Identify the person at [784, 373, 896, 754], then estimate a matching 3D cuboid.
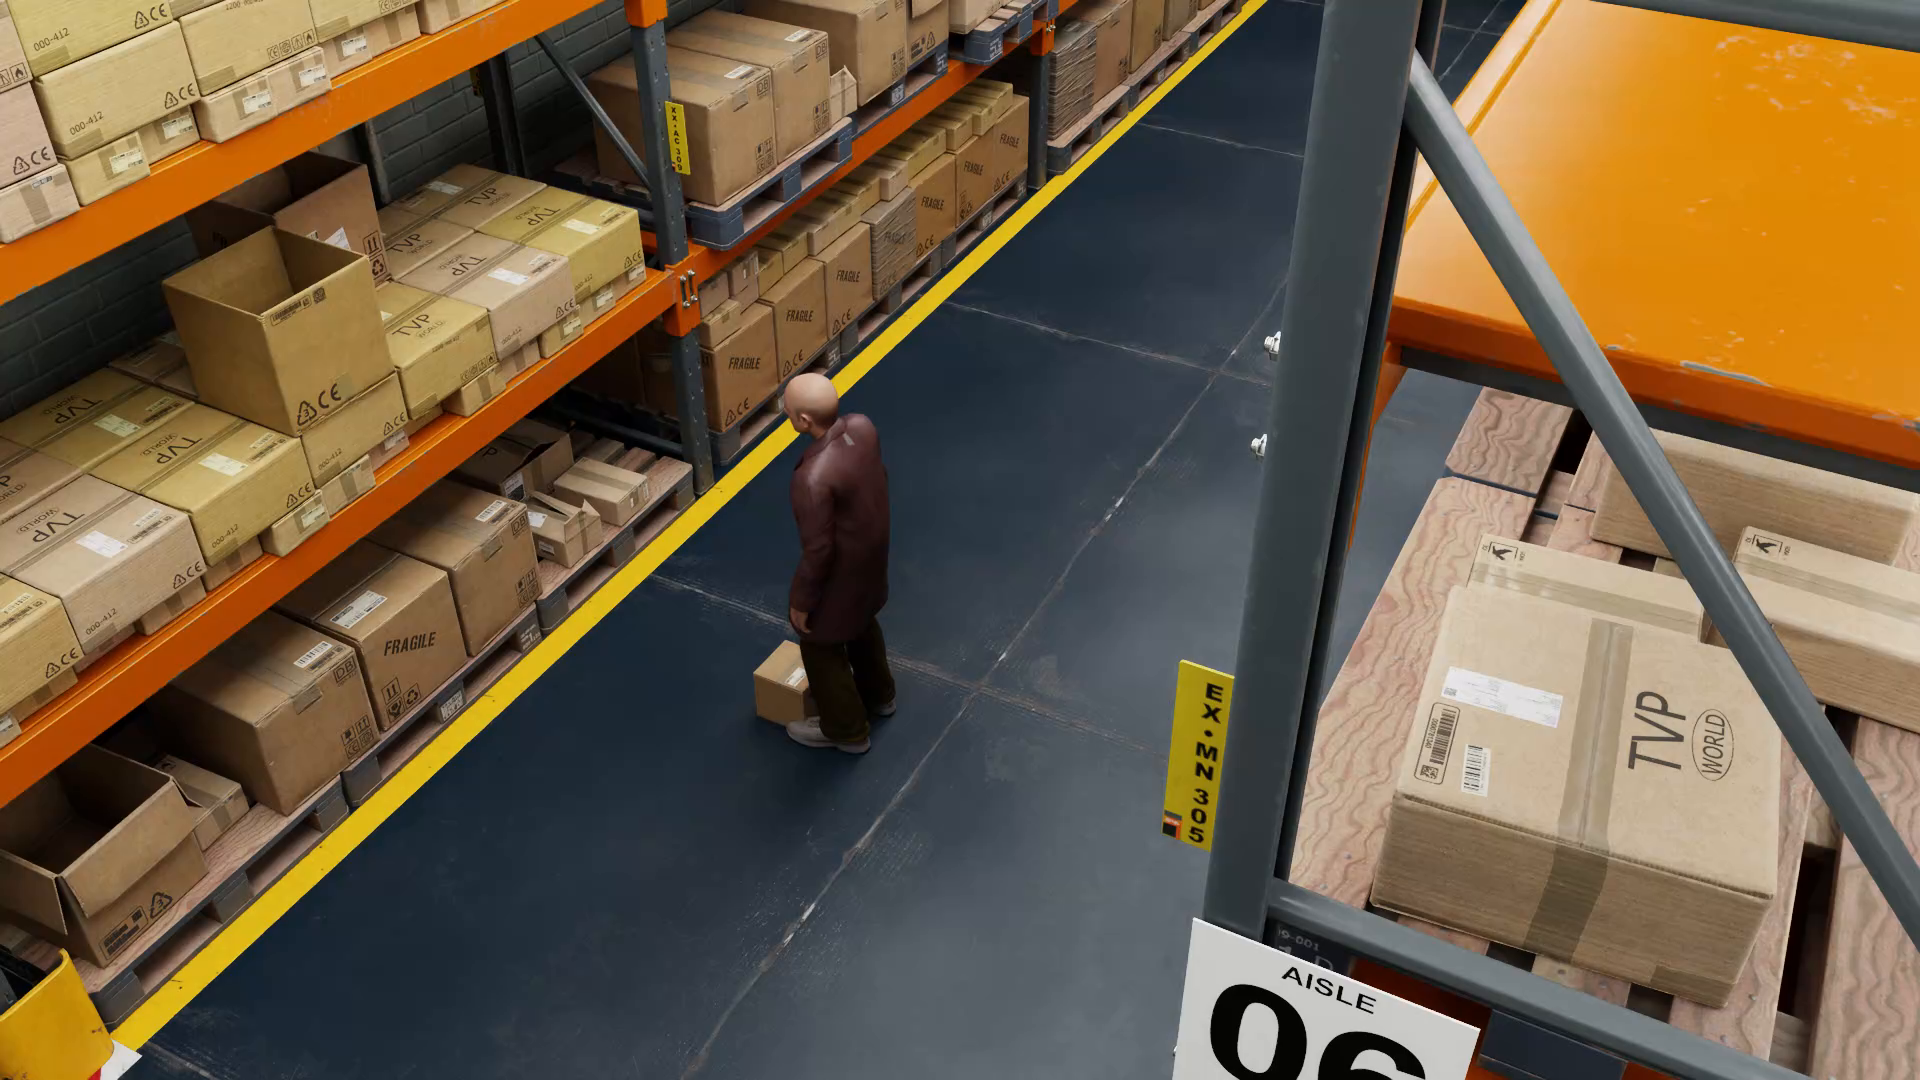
[{"bbox_3d":[-0.495,0.104,6.627,0.425,1.773,0.652,15,40,19],"label":"person"}]
